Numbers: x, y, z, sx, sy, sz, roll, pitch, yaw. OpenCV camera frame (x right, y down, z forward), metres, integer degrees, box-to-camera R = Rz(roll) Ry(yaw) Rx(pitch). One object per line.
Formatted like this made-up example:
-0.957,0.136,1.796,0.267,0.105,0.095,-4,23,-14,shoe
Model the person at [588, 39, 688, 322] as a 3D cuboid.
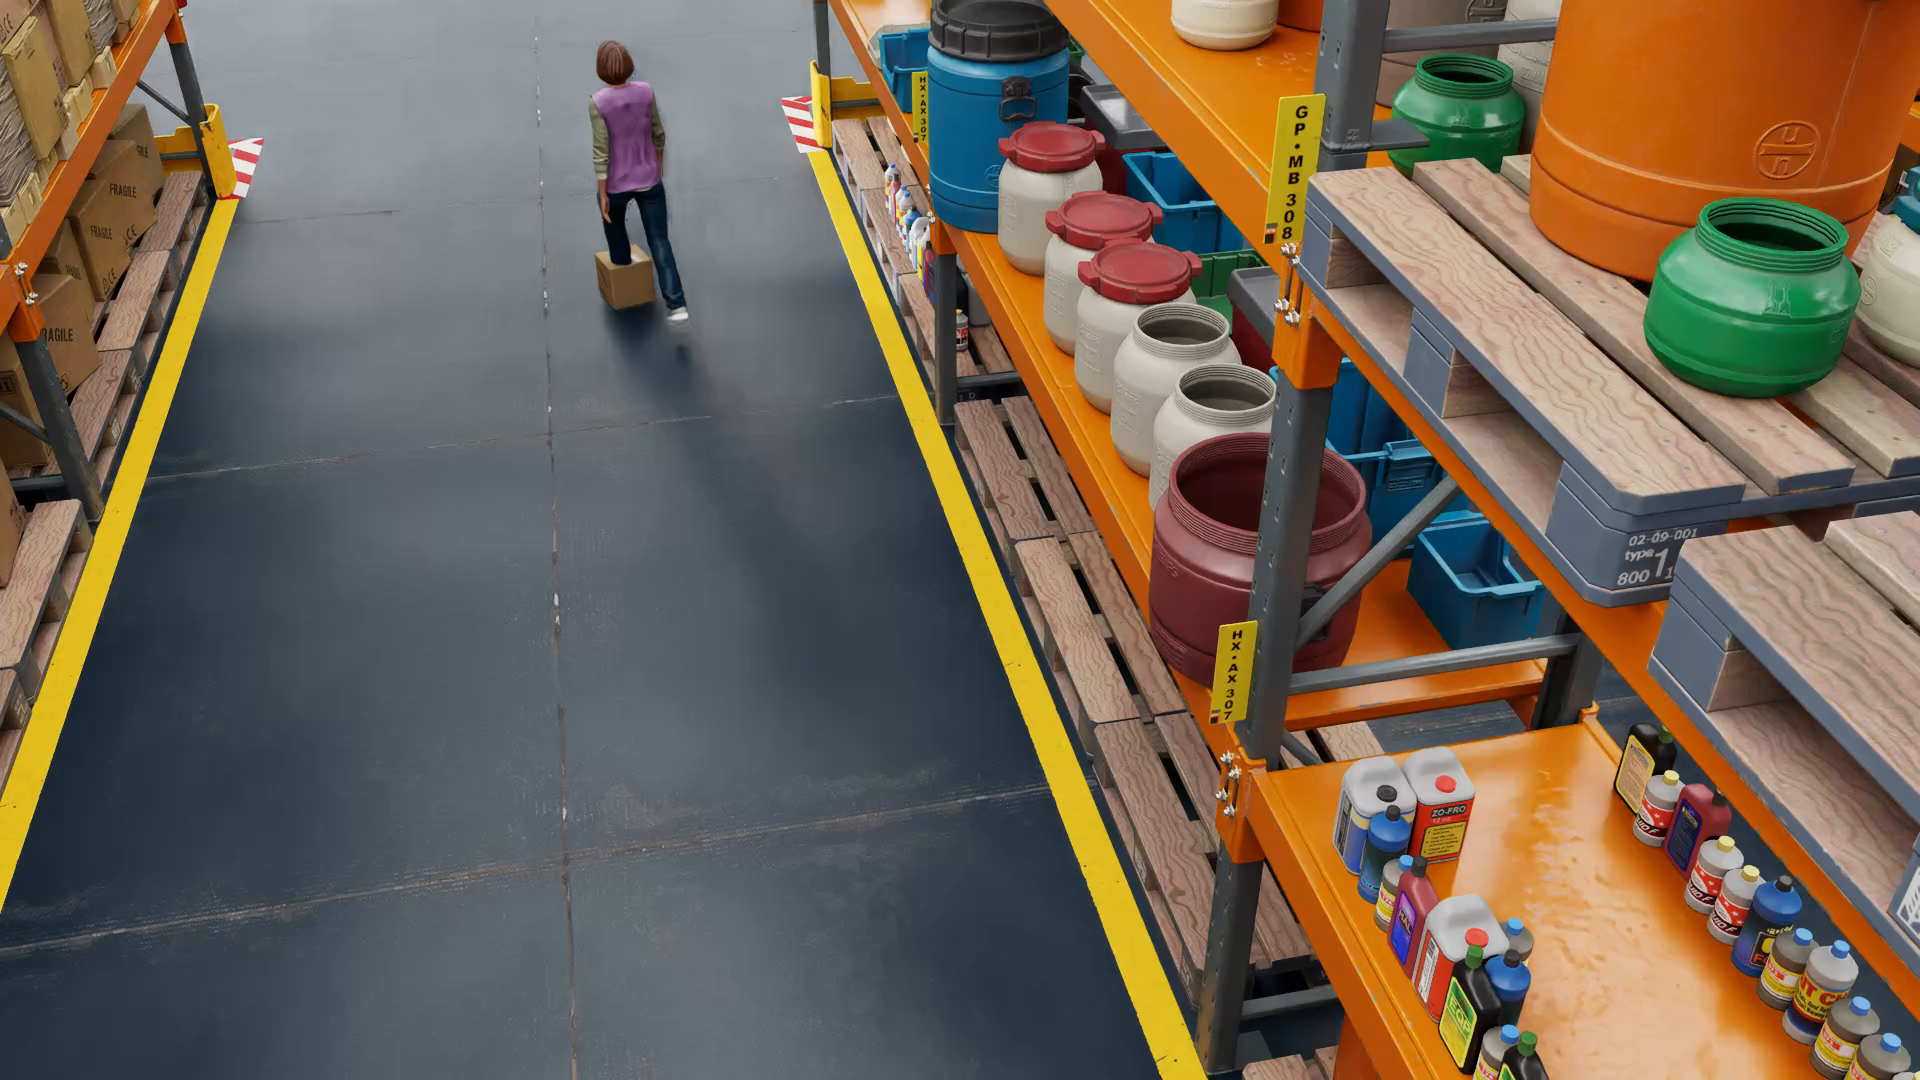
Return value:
-1.760,-1.931,8.923,0.429,1.545,0.931,-15,37,-20,person
